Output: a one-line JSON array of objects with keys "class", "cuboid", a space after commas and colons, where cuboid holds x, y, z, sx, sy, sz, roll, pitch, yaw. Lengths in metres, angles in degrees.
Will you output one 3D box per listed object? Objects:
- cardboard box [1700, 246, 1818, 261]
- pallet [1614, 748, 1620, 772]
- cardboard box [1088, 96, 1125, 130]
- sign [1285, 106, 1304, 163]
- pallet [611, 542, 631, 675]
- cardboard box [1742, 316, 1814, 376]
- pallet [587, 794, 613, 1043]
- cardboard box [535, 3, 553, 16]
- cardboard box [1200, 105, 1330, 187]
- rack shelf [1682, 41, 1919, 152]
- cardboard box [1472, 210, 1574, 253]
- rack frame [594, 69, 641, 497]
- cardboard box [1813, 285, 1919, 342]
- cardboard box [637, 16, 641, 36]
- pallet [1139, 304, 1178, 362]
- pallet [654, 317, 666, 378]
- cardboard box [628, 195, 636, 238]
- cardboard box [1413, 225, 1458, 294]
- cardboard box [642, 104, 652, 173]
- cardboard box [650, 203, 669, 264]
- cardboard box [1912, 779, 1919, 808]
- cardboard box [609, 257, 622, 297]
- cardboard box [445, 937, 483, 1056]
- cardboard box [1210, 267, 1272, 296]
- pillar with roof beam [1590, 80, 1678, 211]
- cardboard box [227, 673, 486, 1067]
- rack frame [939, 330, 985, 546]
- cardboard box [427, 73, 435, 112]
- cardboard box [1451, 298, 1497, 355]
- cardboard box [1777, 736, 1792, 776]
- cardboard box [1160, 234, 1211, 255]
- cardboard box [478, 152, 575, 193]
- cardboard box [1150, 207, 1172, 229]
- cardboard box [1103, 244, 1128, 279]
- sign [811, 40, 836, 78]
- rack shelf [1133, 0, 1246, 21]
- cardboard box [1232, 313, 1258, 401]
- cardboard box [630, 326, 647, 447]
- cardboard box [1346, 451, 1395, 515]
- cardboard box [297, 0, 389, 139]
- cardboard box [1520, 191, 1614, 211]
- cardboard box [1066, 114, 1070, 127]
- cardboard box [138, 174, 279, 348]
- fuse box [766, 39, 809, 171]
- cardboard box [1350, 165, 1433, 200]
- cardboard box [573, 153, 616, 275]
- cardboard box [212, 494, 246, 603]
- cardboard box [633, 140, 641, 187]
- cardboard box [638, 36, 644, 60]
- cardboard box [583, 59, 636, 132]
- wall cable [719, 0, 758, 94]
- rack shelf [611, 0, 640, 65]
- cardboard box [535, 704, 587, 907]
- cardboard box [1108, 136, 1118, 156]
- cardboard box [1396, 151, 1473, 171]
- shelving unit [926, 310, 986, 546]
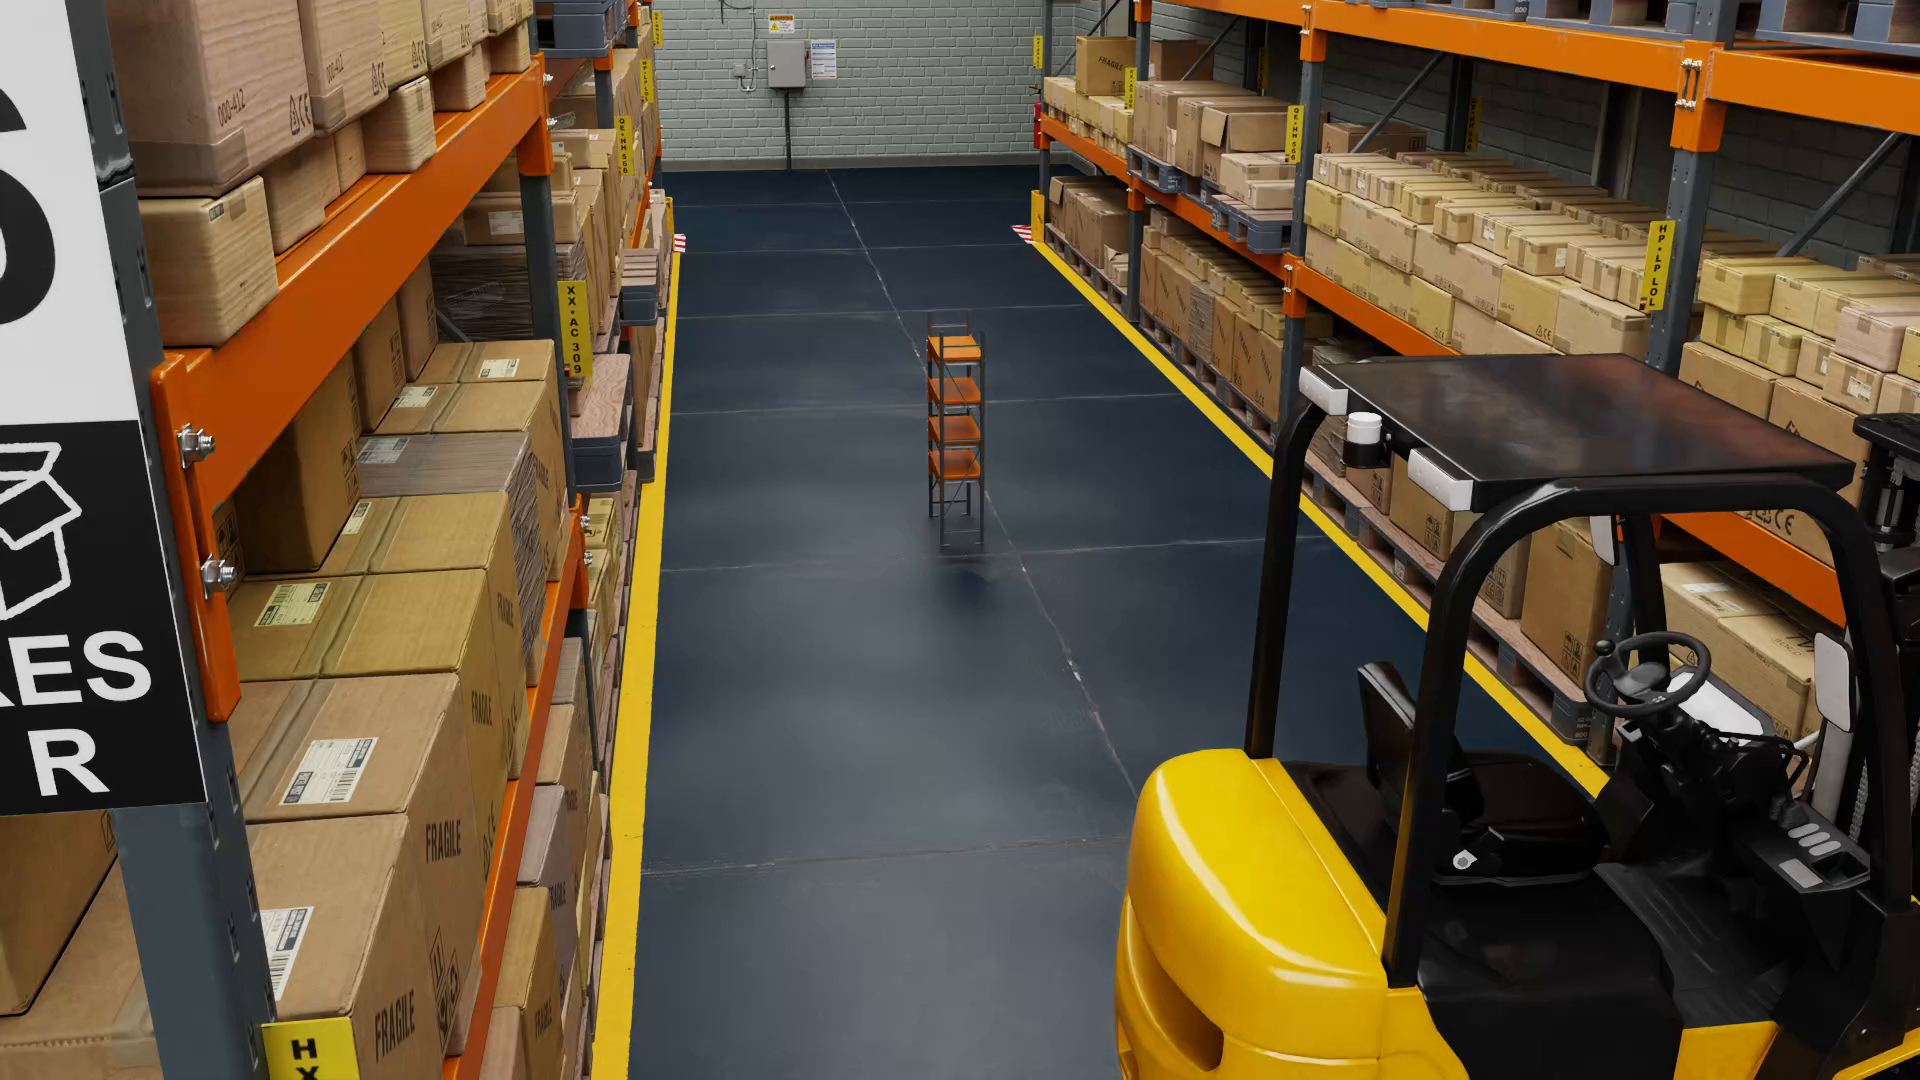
[{"class": "cardboard box", "cuboid": [3.254, -1.103, 6.813, 0.380, 0.149, 0.250, -4, 21, -10]}, {"class": "pallet", "cuboid": [3.153, 1.059, 6.079, 1.003, 0.211, 1.213, -3, 21, -8]}, {"class": "cardboard box", "cuboid": [1.466, -3.874, 15.090, 0.500, 0.250, 0.500, -3, 21, -8]}, {"class": "sign", "cuboid": [1.967, -2.384, 9.771, 0.100, 0.325, 0.005, -3, 21, -8]}, {"class": "pallet", "cuboid": [-2.125, 0.341, 8.003, 1.003, 0.211, 1.213, -3, 21, -8]}, {"class": "cardboard box", "cuboid": [2.904, -0.662, 5.632, 0.380, 0.149, 0.250, -2, 21, -6]}, {"class": "pallet", "cuboid": [-1.700, 1.264, 5.530, 1.003, 0.211, 1.213, -3, 21, -8]}, {"class": "cardboard box", "cuboid": [-2.160, -2.585, 7.415, 0.797, 0.503, 0.637, -3, 21, -8]}, {"class": "cardboard box", "cuboid": [2.084, -2.710, 11.438, 0.797, 0.503, 0.637, -3, 21, -9]}, {"class": "rack shelf", "cuboid": [3.368, -0.900, 4.081, 1.077, 0.370, 4.000, -3, 21, -8]}, {"class": "cardboard box", "cuboid": [2.597, -1.423, 7.670, 0.380, 0.149, 0.250, -3, 21, -7]}, {"class": "rack frame", "cuboid": [-2.409, -1.658, 9.368, 1.000, 3.000, 0.127, -3, 21, -8]}, {"class": "cardboard box", "cuboid": [3.004, -0.716, 5.350, 0.380, 0.149, 0.250, -3, 21, -9]}, {"class": "cardboard box", "cuboid": [-2.890, -4.341, 14.053, 0.380, 0.149, 0.250, -4, 21, -9]}, {"class": "pallet", "cuboid": [2.081, -1.708, 13.489, 1.003, 0.211, 1.213, -3, 21, -8]}, {"class": "pallet", "cuboid": [-2.799, -1.473, 12.859, 1.003, 0.211, 1.213, -3, 21, -8]}, {"class": "cardboard box", "cuboid": [-2.392, -2.129, 10.843, 0.500, 0.250, 0.500, -2, 21, -6]}, {"class": "cardboard box", "cuboid": [2.552, -1.376, 8.114, 0.500, 0.250, 0.500, -3, 21, -7]}, {"class": "cardboard box", "cuboid": [-2.794, -3.265, 13.529, 0.500, 0.500, 0.500, -2, 21, -6]}, {"class": "cardboard box", "cuboid": [-3.227, -2.884, 15.713, 0.875, 0.438, 0.875, -2, 21, -6]}, {"class": "cardboard box", "cuboid": [3.053, 0.813, 4.653, 0.500, 0.250, 0.500, -3, 21, -9]}, {"class": "cardboard box", "cuboid": [-1.856, -1.279, 8.112, 0.380, 0.149, 0.250, -3, 21, -7]}, {"class": "cardboard box", "cuboid": [-1.099, 0.829, 3.069, 0.380, 0.149, 0.250, -3, 21, -7]}, {"class": "cardboard box", "cuboid": [2.018, -1.858, 11.949, 0.380, 0.149, 0.250, -4, 21, -10]}, {"class": "pillar with roof beam", "cuboid": [-0.677, -4.097, 7.324, 9.100, 9.000, 0.400, -3, 21, -8]}, {"class": "cardboard box", "cuboid": [-1.127, 0.569, 2.839, 0.500, 0.500, 0.500, -2, 21, -6]}, {"class": "rack frame", "cuboid": [0.011, -0.535, 8.933, 0.240, 1.200, 0.015, -3, 21, -8]}, {"class": "cardboard box", "cuboid": [-1.397, -1.016, 3.720, 0.380, 0.149, 0.250, -2, 21, -7]}, {"class": "cardboard box", "cuboid": [2.629, -0.963, 7.722, 0.500, 0.250, 0.500, -3, 21, -7]}, {"class": "cardboard box", "cuboid": [2.918, 0.690, 5.697, 0.500, 0.250, 0.500, -3, 21, -8]}, {"class": "cardboard box", "cuboid": [1.831, -2.394, 13.385, 0.380, 0.149, 0.250, -3, 21, -9]}, {"class": "cardboard box", "cuboid": [-1.808, -1.511, 6.880, 0.380, 0.149, 0.250, -2, 21, -5]}, {"class": "cardboard box", "cuboid": [1.775, -2.629, 13.588, 0.380, 0.149, 0.250, -3, 21, -9]}, {"class": "cardboard box", "cuboid": [1.504, -2.512, 14.962, 0.396, 0.266, 0.258, -2, 21, -6]}, {"class": "sign", "cuboid": [-1.839, -6.486, 22.432, 0.329, 0.494, 0.001, -3, 21, -8]}, {"class": "rack shelf", "cuboid": [1.638, -5.055, 15.205, 1.077, 0.370, 4.000, -3, 21, -8]}, {"class": "cardboard box", "cuboid": [2.167, -1.245, 11.234, 0.500, 0.500, 0.500, -3, 21, -9]}, {"class": "cardboard box", "cuboid": [-2.426, -1.103, 10.318, 0.875, 0.875, 0.875, -3, 21, -8]}, {"class": "cardboard box", "cuboid": [2.681, -0.551, 9.199, 0.875, 0.625, 0.625, -2, 21, -6]}, {"class": "cardboard box", "cuboid": [-1.127, -0.725, 2.372, 0.500, 0.250, 0.500, -3, 21, -9]}, {"class": "cardboard box", "cuboid": [2.990, -1.627, 8.216, 0.380, 0.149, 0.250, -2, 21, -6]}, {"class": "cardboard box", "cuboid": [1.256, -4.169, 16.449, 0.380, 0.149, 0.250, -2, 21, -6]}, {"class": "cardboard box", "cuboid": [-0.982, -0.307, 1.822, 0.380, 0.149, 0.250, -3, 21, -8]}, {"class": "fuse box", "cuboid": [-2.298, -5.831, 22.382, 0.539, 1.711, 0.414, -3, 21, -8]}, {"class": "cardboard box", "cuboid": [2.359, -1.955, 9.093, 0.380, 0.149, 0.250, -2, 21, -6]}, {"class": "cardboard box", "cuboid": [-1.909, -1.544, 7.896, 0.500, 0.500, 0.500, -4, 21, -11]}, {"class": "cardboard box", "cuboid": [-1.786, -0.055, 3.081, 0.700, 0.500, 0.500, -3, 21, -8]}, {"class": "cardboard box", "cuboid": [-2.430, -2.538, 11.225, 0.500, 0.250, 0.500, -3, 21, -7]}, {"class": "cardboard box", "cuboid": [-2.881, -3.910, 13.827, 0.500, 0.500, 0.500, -3, 21, -8]}, {"class": "cardboard box", "cuboid": [-2.537, -3.061, 11.552, 0.500, 0.500, 0.500, -2, 21, -6]}, {"class": "wall cable", "cuboid": [-2.996, -6.930, 22.033, 0.588, 1.984, 0.122, -3, 21, -8]}, {"class": "rack shelf", "cuboid": [-2.697, -3.419, 10.823, 1.077, 0.370, 4.000, -3, 21, -8]}, {"class": "cardboard box", "cuboid": [-1.406, 0.834, 4.953, 0.500, 0.500, 0.500, -3, 21, -7]}, {"class": "cardboard box", "cuboid": [1.510, -3.452, 14.531, 0.380, 0.149, 0.250, -2, 21, -6]}, {"class": "cardboard box", "cuboid": [2.750, -2.158, 9.637, 0.380, 0.149, 0.250, -2, 21, -6]}, {"class": "shelving unit", "cuboid": [-0.024, -0.619, 9.160, 0.258, 1.200, 0.503, -3, 21, -8]}]
